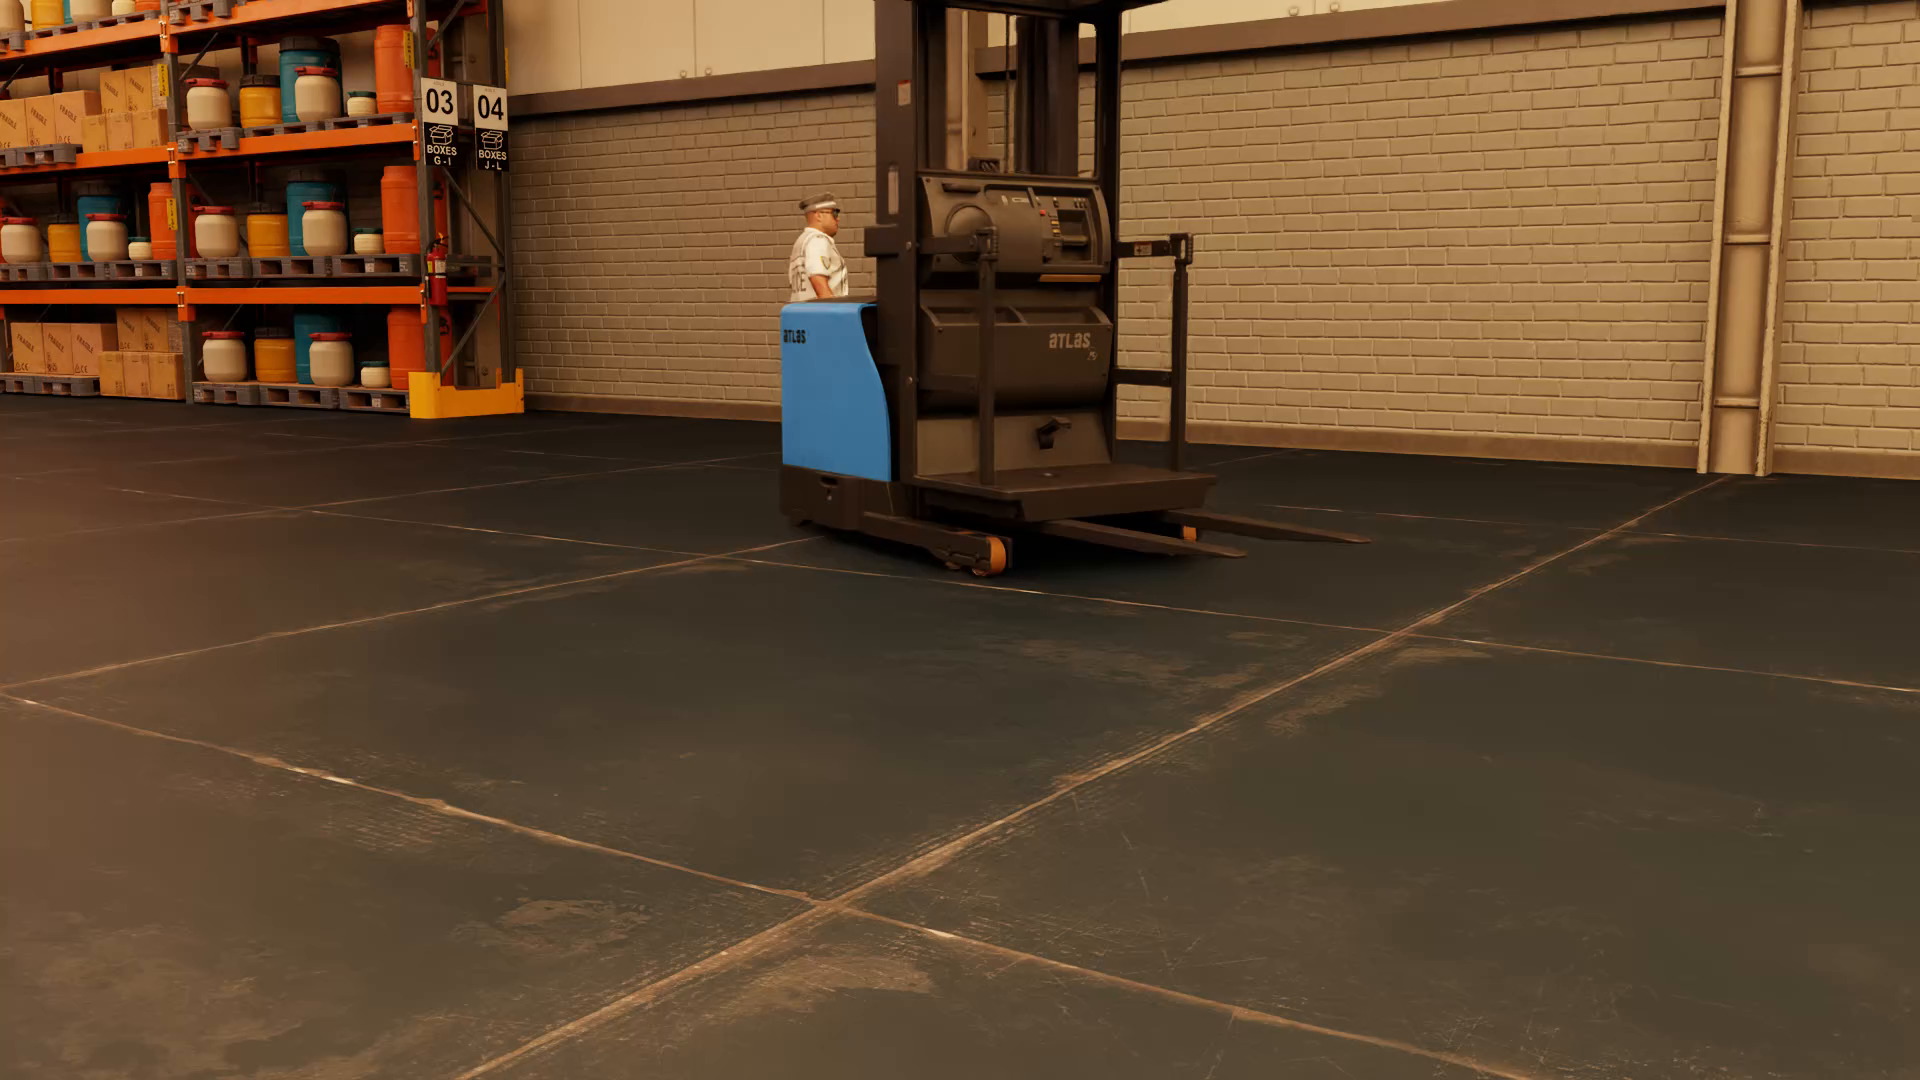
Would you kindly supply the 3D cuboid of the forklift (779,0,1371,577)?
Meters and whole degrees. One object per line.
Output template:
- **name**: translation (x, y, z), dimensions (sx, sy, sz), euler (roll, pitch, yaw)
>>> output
- **forklift**: translation (0.367, -1.379, 6.890), dimensions (1.130, 2.935, 3.031), euler (-5, 10, -33)

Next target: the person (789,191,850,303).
- **person**: translation (-0.782, -1.312, 10.543), dimensions (0.556, 1.770, 0.693), euler (-4, 9, -25)
